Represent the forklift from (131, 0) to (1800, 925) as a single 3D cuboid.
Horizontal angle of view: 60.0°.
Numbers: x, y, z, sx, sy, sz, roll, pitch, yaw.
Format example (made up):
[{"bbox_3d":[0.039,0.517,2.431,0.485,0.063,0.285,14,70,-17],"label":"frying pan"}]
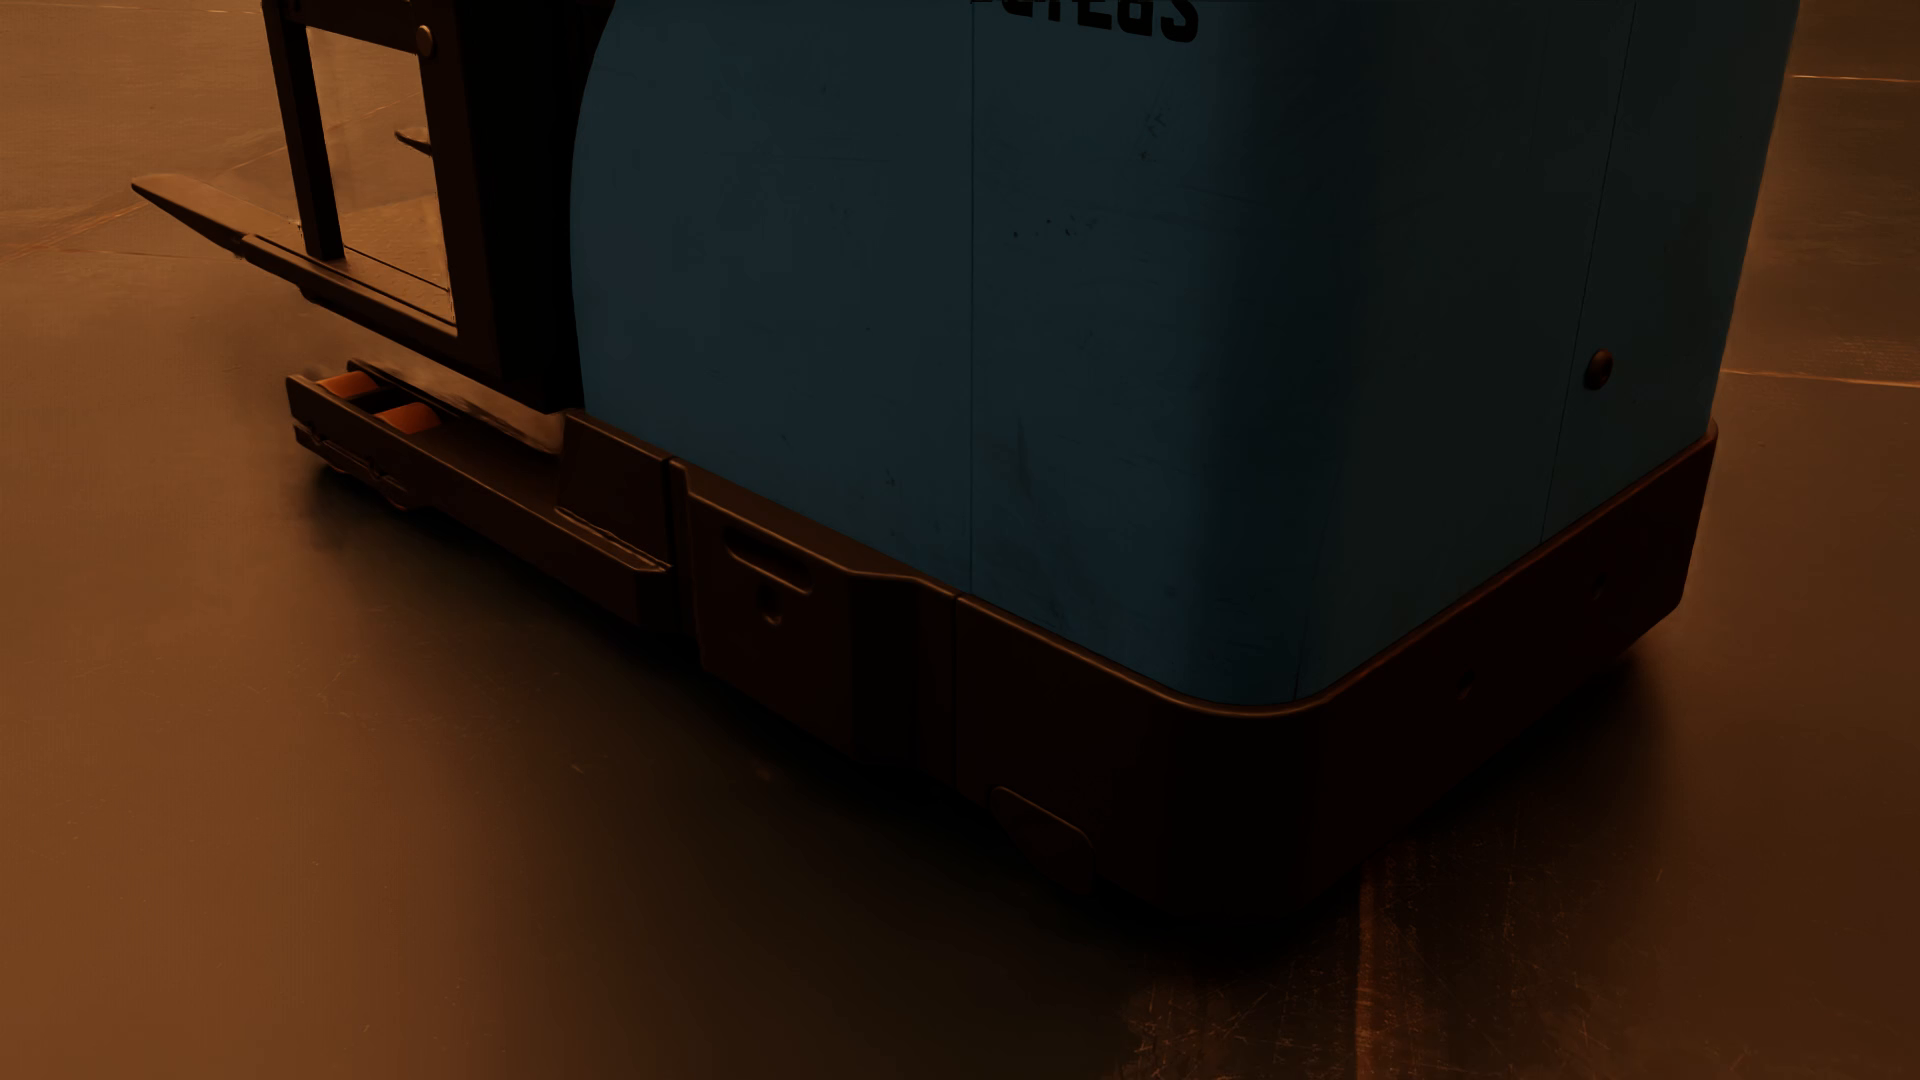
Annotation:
[{"bbox_3d":[-0.443,-1.500,2.219,3.031,2.935,1.130,24,35,39],"label":"forklift"}]
